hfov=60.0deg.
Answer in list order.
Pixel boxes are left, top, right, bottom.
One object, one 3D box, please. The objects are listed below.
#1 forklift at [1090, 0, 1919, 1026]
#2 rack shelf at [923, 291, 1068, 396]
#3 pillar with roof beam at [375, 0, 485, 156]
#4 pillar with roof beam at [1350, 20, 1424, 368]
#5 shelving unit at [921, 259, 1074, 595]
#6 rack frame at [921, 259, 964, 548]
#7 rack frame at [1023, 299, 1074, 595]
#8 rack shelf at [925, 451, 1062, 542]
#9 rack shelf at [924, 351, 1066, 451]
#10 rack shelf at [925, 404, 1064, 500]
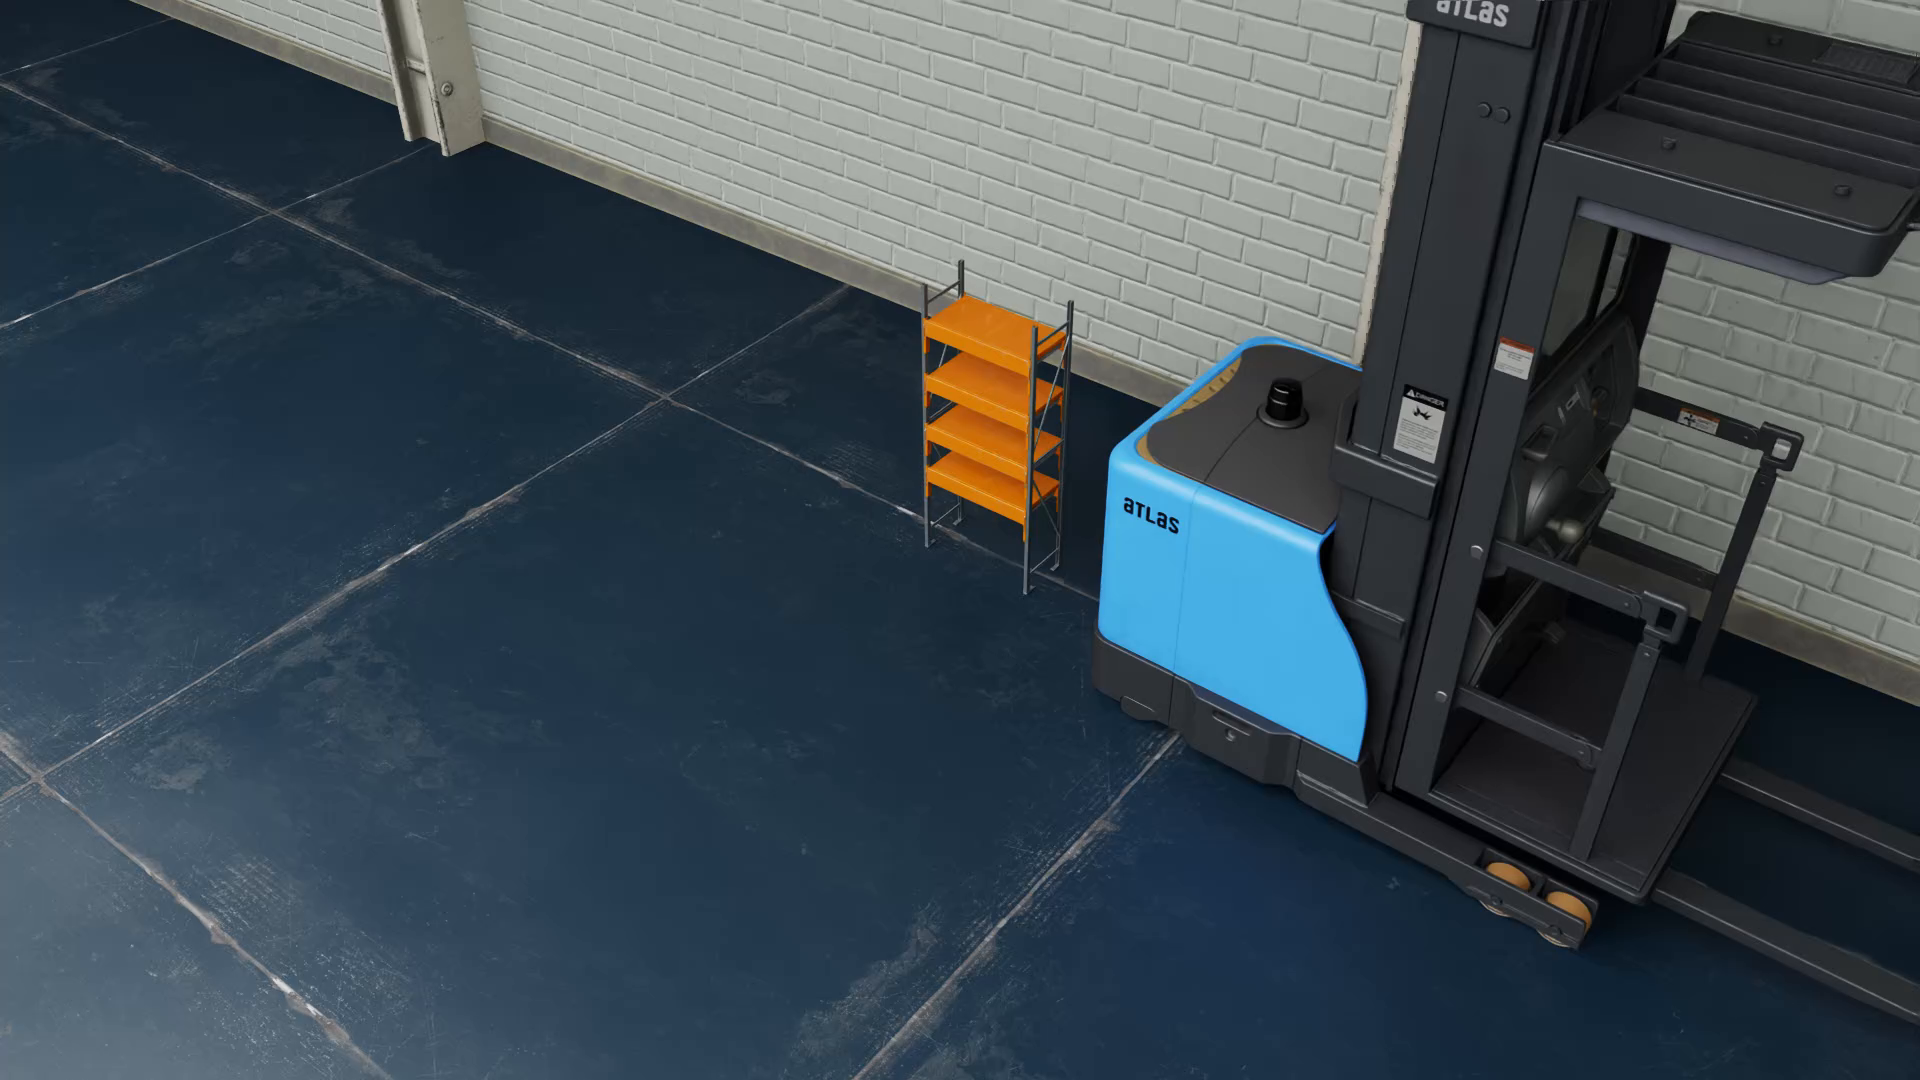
[{"bbox_3d":[1.944,-0.272,4.720,3.031,2.935,1.130,26,45,29],"label":"forklift"},{"bbox_3d":[0.131,-0.720,6.059,0.480,0.148,0.258,25,45,29],"label":"rack shelf"},{"bbox_3d":[-5.624,-3.789,4.290,0.400,9.000,9.100,25,45,29],"label":"pillar with roof beam"},{"bbox_3d":[-0.858,-1.542,1.420,0.400,9.000,9.100,25,45,29],"label":"pillar with roof beam"},{"bbox_3d":[0.131,-0.410,6.301,0.503,1.200,0.258,25,45,29],"label":"shelving unit"},{"bbox_3d":[-0.062,-0.502,6.418,0.015,1.200,0.240,25,45,29],"label":"rack frame"},{"bbox_3d":[0.325,-0.319,6.184,0.015,1.200,0.240,25,45,29],"label":"rack frame"},{"bbox_3d":[0.131,-0.201,6.465,0.480,0.148,0.258,25,45,29],"label":"rack shelf"},{"bbox_3d":[0.131,-0.534,6.205,0.480,0.148,0.258,25,45,29],"label":"rack shelf"},{"bbox_3d":[0.131,-0.357,6.342,0.480,0.148,0.258,25,45,29],"label":"rack shelf"}]
